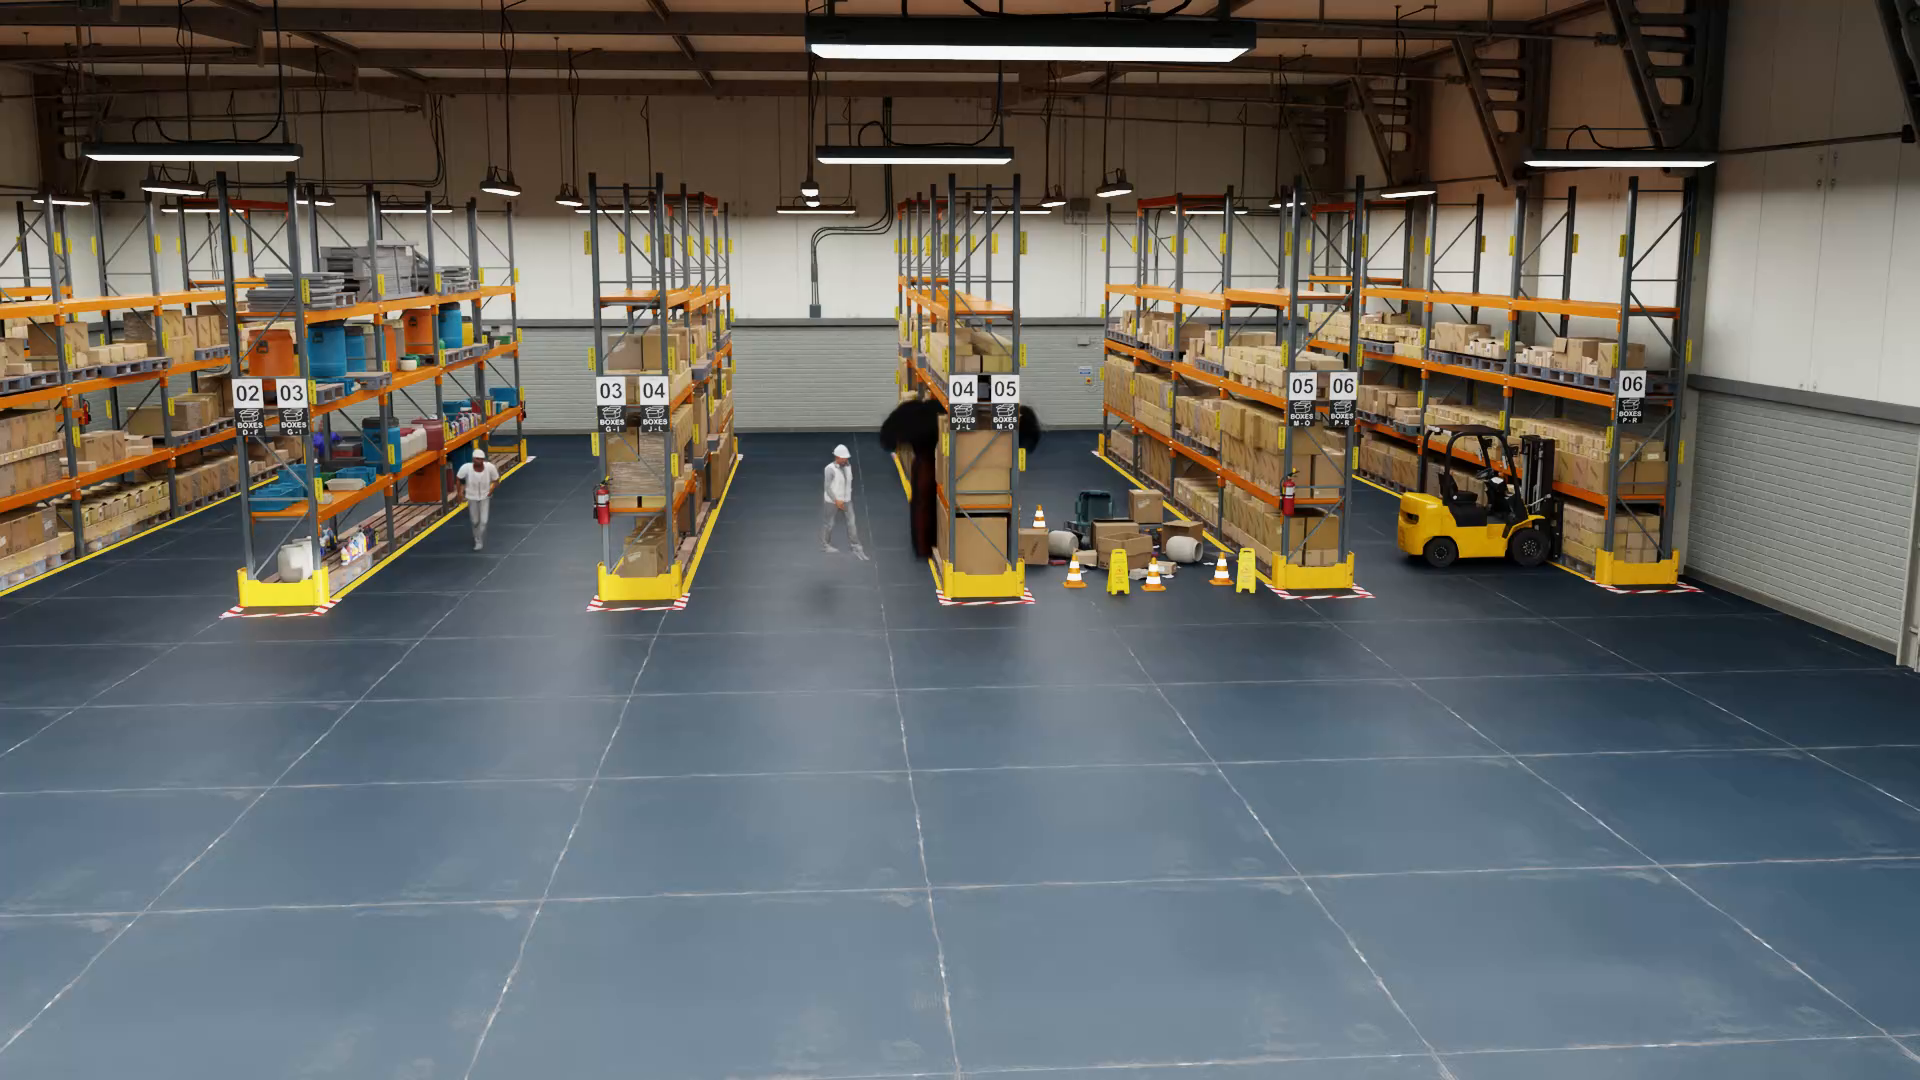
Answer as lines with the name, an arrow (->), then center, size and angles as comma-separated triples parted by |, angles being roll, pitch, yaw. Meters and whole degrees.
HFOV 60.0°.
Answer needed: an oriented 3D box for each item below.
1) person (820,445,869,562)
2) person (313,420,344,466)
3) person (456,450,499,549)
person -> -1.872, -0.574, 25.486 | 0.617, 1.816, 0.809 | -8, 13, -39
person -> -12.344, -1.505, 32.496 | 0.570, 1.699, 0.899 | 0, 10, 1
person -> -8.040, -0.693, 27.783 | 0.686, 1.685, 0.708 | -4, 11, -24
